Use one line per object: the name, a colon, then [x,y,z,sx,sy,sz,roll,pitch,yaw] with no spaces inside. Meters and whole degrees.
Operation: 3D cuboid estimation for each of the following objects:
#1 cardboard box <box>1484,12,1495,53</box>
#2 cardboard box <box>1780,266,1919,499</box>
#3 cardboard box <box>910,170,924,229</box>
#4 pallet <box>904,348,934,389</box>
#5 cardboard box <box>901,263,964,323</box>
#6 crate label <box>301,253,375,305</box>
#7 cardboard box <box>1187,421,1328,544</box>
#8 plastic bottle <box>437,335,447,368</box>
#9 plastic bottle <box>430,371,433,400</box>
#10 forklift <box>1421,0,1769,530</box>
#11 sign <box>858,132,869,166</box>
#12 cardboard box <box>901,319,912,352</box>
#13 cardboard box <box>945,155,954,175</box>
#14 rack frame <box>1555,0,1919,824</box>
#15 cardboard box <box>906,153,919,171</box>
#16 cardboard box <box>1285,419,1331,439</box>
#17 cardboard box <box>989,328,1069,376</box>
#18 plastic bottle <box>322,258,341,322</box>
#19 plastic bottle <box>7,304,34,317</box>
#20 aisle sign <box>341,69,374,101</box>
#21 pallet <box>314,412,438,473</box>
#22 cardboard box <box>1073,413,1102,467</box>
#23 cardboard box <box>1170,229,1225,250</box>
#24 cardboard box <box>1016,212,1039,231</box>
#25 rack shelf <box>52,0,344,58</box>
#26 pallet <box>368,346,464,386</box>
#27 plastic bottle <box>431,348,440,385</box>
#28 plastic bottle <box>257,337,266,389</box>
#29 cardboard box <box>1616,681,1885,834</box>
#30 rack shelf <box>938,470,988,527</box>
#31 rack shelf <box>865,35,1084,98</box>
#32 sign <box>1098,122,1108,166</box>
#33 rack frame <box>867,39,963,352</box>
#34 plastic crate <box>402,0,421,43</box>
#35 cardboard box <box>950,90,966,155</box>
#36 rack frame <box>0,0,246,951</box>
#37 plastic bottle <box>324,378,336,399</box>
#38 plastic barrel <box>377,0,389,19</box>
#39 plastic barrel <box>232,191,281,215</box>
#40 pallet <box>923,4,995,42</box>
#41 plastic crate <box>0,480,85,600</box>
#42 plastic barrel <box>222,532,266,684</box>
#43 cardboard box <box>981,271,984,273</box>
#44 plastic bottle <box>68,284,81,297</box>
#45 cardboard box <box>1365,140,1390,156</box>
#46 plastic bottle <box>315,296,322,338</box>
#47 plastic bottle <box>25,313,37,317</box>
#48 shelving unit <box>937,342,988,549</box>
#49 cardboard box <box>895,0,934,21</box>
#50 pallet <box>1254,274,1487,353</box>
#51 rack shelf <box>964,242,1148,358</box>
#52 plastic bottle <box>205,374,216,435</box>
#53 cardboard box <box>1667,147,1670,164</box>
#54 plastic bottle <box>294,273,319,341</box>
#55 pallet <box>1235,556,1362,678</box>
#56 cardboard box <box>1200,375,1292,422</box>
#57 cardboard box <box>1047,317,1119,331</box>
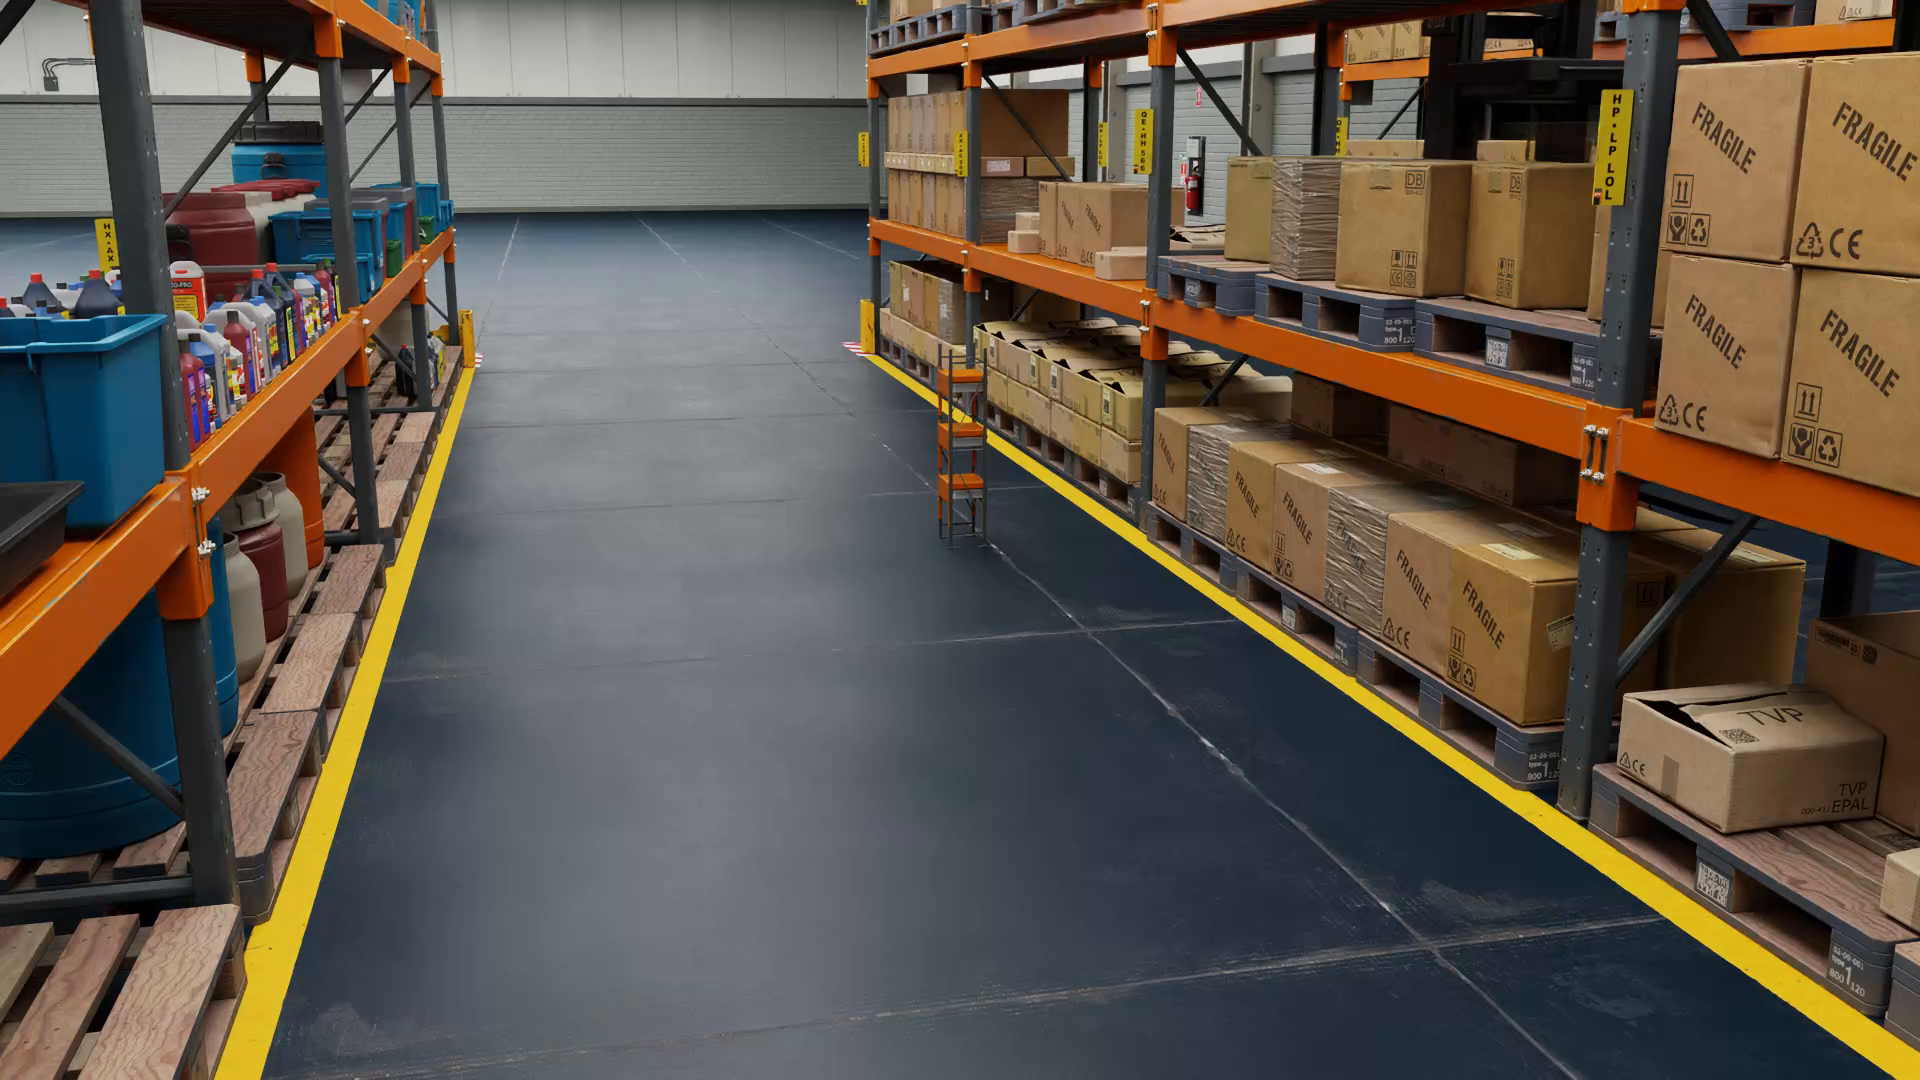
cardboard box: [4.727,-4.586,14.803,0.500,0.500,0.500,-4,14,-15]
cardboard box: [2.402,-0.400,4.032,0.500,0.500,0.500,-3,14,-12]
cardboard box: [-0.058,-3.075,14.981,0.700,0.500,0.500,-3,14,-13]
pallet: [0.109,-1.561,14.870,1.003,0.211,1.213,-3,14,-13]
cardboard box: [-0.235,-2.237,15.091,0.500,0.500,0.500,-3,14,-13]
crate label: [-3.066,-1.286,8.224,0.303,0.233,0.416,-3,14,-13]
cardboard box: [1.442,-0.283,8.103,0.500,0.500,0.500,-4,14,-15]
plastic bottle: [-4.307,-1.564,13.804,0.061,0.283,0.133,-3,14,-12]
plastic bottle: [-3.919,-1.158,12.170,0.097,0.271,0.097,0,14,0]
forklift: [3.285,-1.592,9.268,1.130,2.935,3.031,-4,14,-15]
sign: [-0.935,-3.800,16.168,0.100,0.325,0.005,-3,14,-13]
cardboard box: [-0.247,-1.872,15.177,0.500,0.250,0.500,-3,14,-13]
cardboard box: [0.090,-3.040,13.472,0.380,0.149,0.250,-3,14,-13]
rack frame: [2.424,-0.602,5.070,1.000,3.000,0.127,-3,14,-13]
cardboard box: [-0.267,-3.393,14.918,0.380,0.149,0.250,-4,14,-15]
cardboard box: [1.932,-0.321,8.262,0.500,0.500,0.500,-3,14,-11]
cardboard box: [0.512,-1.363,11.913,0.500,0.311,0.500,-3,14,-14]
plastic bottle: [-2.821,-1.123,7.450,0.061,0.283,0.133,-3,14,-13]
plastic bottle: [-3.089,-0.624,5.424,0.152,0.276,0.135,-3,14,-13]
aisle sign: [-5.512,-4.358,14.967,0.394,0.787,0.004,-3,14,-13]
pallet: [-4.048,-0.639,11.096,1.003,0.211,1.213,-3,14,-13]
cardboard box: [0.999,-0.619,10.051,0.500,0.250,0.500,-3,14,-14]
cardboard box: [1.442,-1.568,9.211,0.500,0.311,0.500,-2,14,-10]
cardboard box: [0.703,-2.263,12.187,0.500,0.250,0.500,-2,14,-10]
rack shelf: [-2.861,-1.896,5.561,1.077,0.370,4.000,-3,14,-13]
pallet: [-4.961,-1.538,14.776,1.003,0.211,1.213,-3,14,-13]
plastic bottle: [-4.099,-1.360,12.968,0.061,0.283,0.133,-3,14,-11]
plastic bottle: [-2.348,-0.600,5.481,0.097,0.201,0.097,0,14,0]
cardboard box: [2.312,0.600,4.891,0.500,0.311,0.500,-3,14,-13]
rack shelf: [0.013,-0.217,8.820,0.215,0.259,0.240,-3,14,-13]
rack shelf: [0.075,-4.016,14.242,1.077,0.370,4.000,-3,14,-13]
sign: [1.070,-3.004,12.629,0.100,0.325,0.005,-3,14,-13]
rack frame: [-0.394,-3.370,16.401,1.000,3.000,0.127,-3,14,-13]
plastic crate: [-4.469,-4.121,13.188,0.392,0.384,0.575,-3,14,-13]
cardboard box: [0.315,-3.345,13.353,0.700,0.500,0.500,-3,14,-13]
rack frame: [-2.392,-0.327,3.943,1.000,3.000,0.127,-3,14,-13]
plastic bottle: [-4.702,-1.232,12.302,0.144,0.351,0.185,-4,14,-15]
plastic barrel: [-3.787,-3.617,10.034,0.600,0.901,0.600,0,14,0]
plastic barrel: [-3.879,-1.626,9.028,0.421,0.512,0.421,0,14,0]
pallet: [0.320,-4.057,13.078,1.003,0.211,1.213,-3,14,-13]
plastic crate: [-1.868,0.021,2.973,0.437,0.125,0.590,-3,14,-13]
plastic barrel: [-2.715,0.253,5.929,0.421,0.512,0.421,0,14,0]
cardboard box: [0.386,-2.150,14.737,0.500,0.500,0.500,-3,14,-13]
plastic bottle: [-3.326,-0.828,6.265,0.097,0.271,0.097,0,14,0]
cardboard box: [4.346,-3.707,16.473,0.500,0.500,0.500,-3,14,-13]
plastic bottle: [-2.689,-0.935,6.853,0.097,0.201,0.097,0,14,0]
plastic bottle: [-2.917,-0.580,5.251,0.097,0.271,0.097,0,14,0]
shelving unit: [0.013,-0.498,8.752,0.215,1.050,0.252,-3,14,-13]
cardboard box: [-0.270,-4.749,14.336,0.500,0.500,0.500,-3,14,-13]
pallet: [1.946,-0.983,7.035,1.003,0.211,1.213,-3,14,-13]
rack shelf: [1.015,-1.636,10.821,1.077,0.370,4.000,-3,14,-13]
plastic bottle: [-2.139,-0.395,4.641,0.097,0.201,0.097,0,14,0]
cardboard box: [5.570,-2.738,12.676,0.700,0.500,0.500,-2,14,-7]
plastic bottle: [-2.666,-0.947,6.752,0.097,0.271,0.097,0,14,0]
pallet: [1.906,0.285,7.315,1.003,0.211,1.213,-3,14,-13]
cardboard box: [1.647,-0.802,9.618,0.500,0.311,0.500,-3,14,-11]
cardboard box: [0.919,-1.511,12.517,0.500,0.311,0.500,-3,14,-13]
